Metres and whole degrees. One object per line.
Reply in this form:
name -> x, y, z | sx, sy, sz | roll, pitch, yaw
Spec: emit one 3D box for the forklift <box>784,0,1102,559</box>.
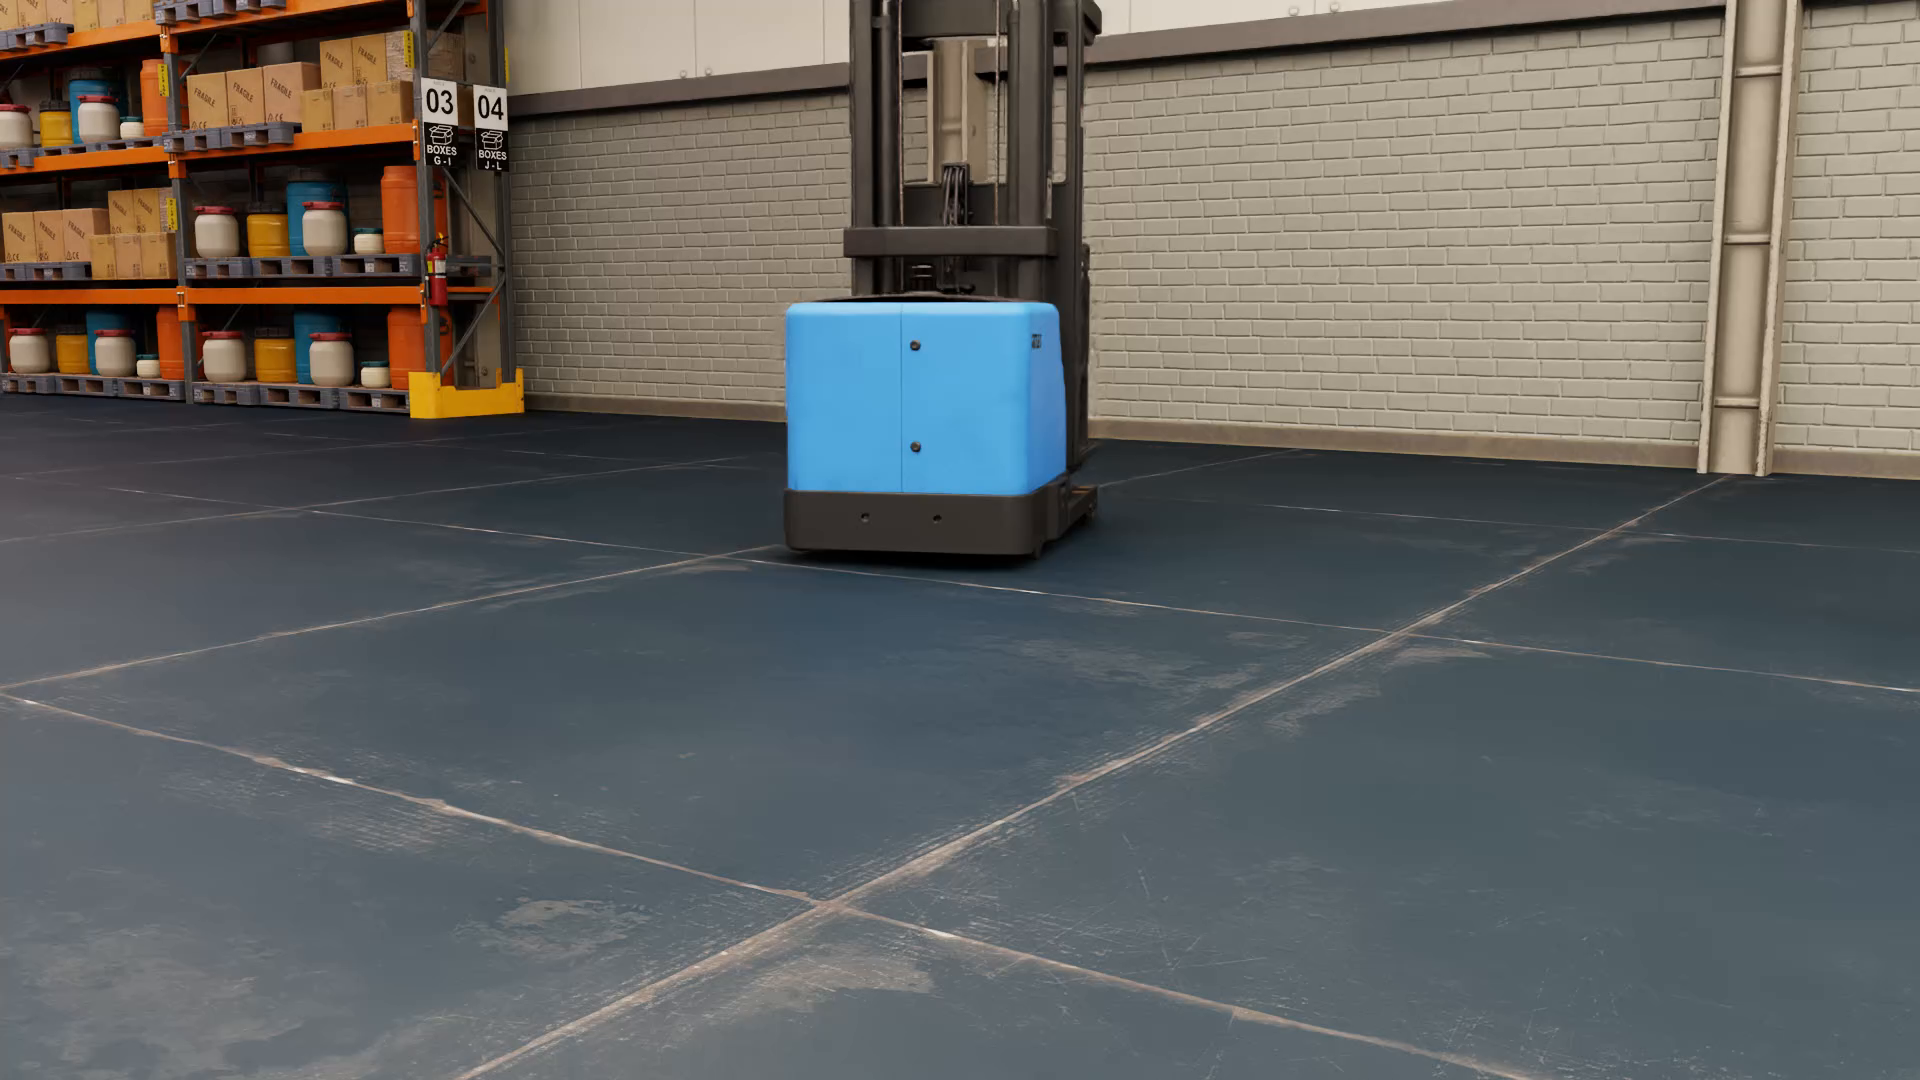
forklift -> 0.080, -1.539, 8.018 | 1.130, 2.935, 3.031 | 2, 8, 12
